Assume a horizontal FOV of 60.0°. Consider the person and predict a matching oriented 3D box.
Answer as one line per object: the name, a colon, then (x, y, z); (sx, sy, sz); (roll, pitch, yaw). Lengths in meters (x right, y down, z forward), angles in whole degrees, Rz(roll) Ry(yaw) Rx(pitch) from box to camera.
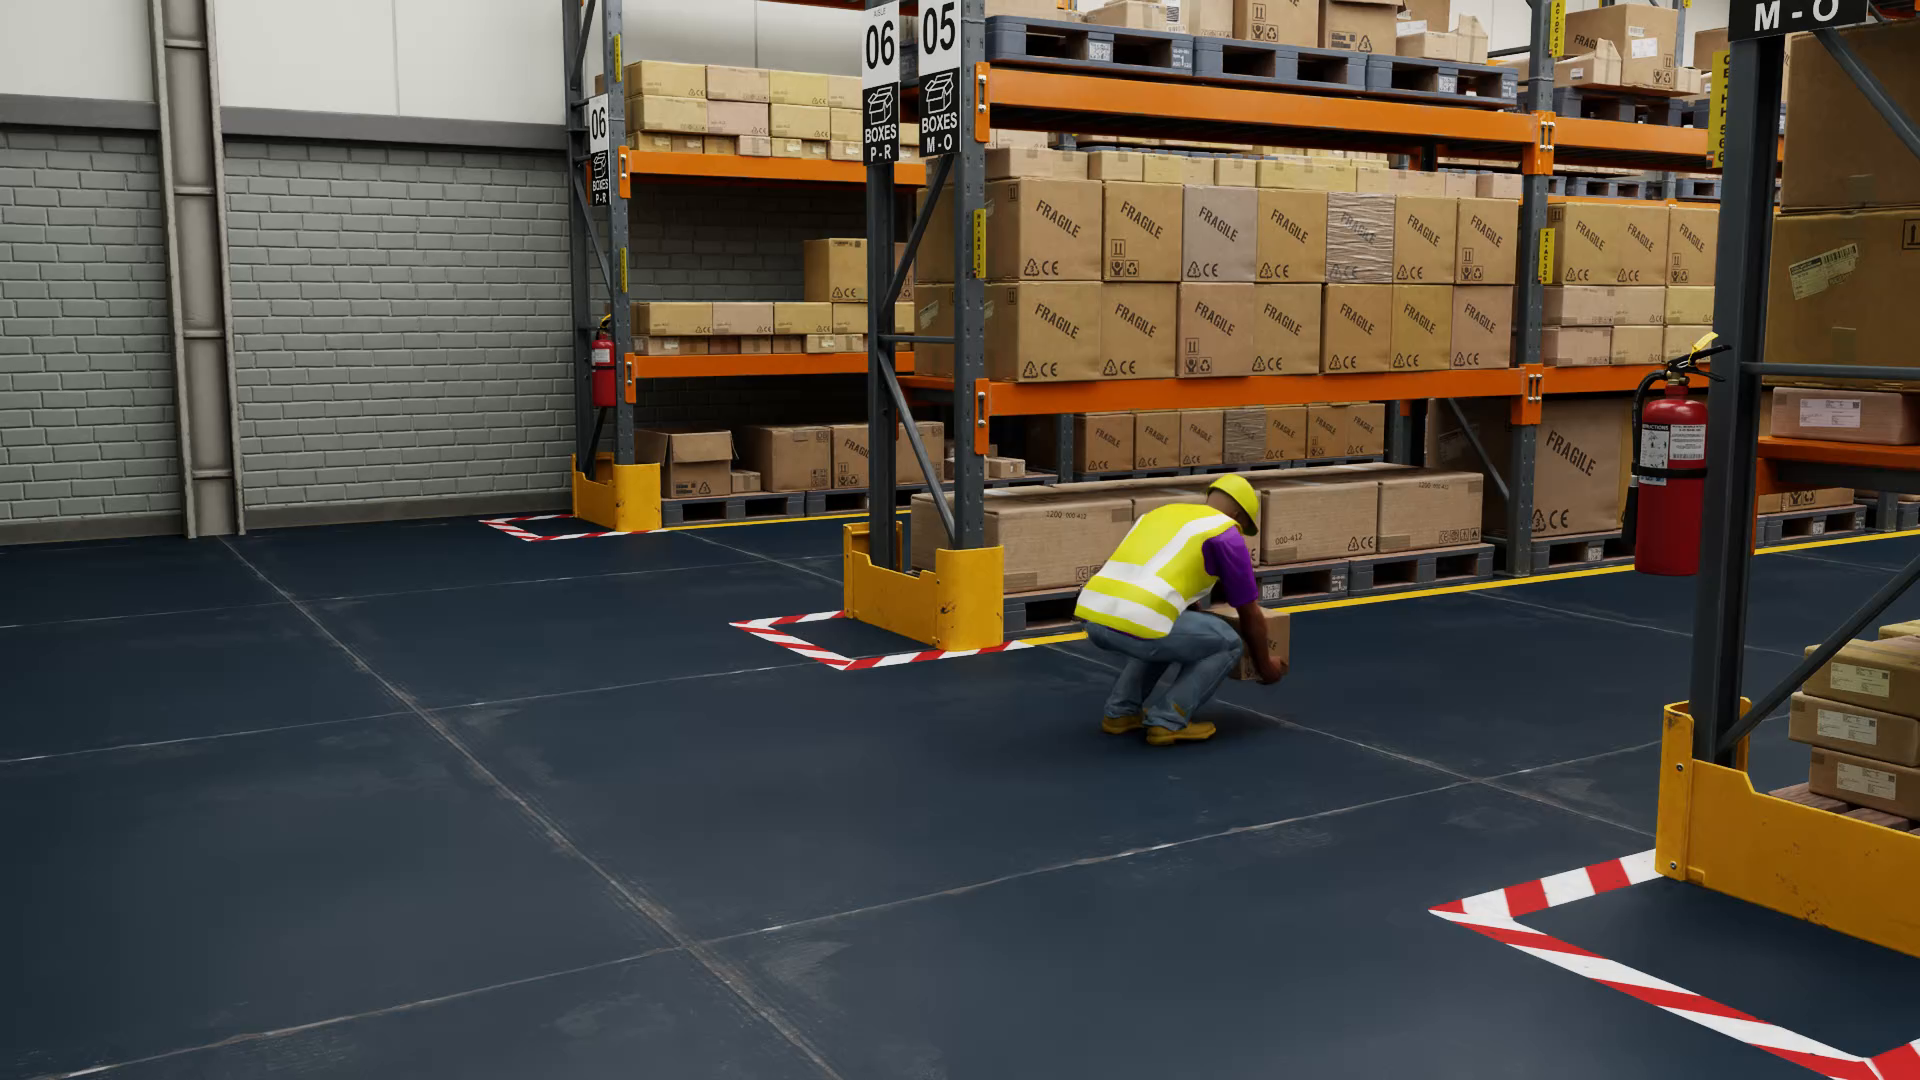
person: (0.861, 0.263, 6.600); (0.897, 1.013, 0.542); (-5, 10, -32)
